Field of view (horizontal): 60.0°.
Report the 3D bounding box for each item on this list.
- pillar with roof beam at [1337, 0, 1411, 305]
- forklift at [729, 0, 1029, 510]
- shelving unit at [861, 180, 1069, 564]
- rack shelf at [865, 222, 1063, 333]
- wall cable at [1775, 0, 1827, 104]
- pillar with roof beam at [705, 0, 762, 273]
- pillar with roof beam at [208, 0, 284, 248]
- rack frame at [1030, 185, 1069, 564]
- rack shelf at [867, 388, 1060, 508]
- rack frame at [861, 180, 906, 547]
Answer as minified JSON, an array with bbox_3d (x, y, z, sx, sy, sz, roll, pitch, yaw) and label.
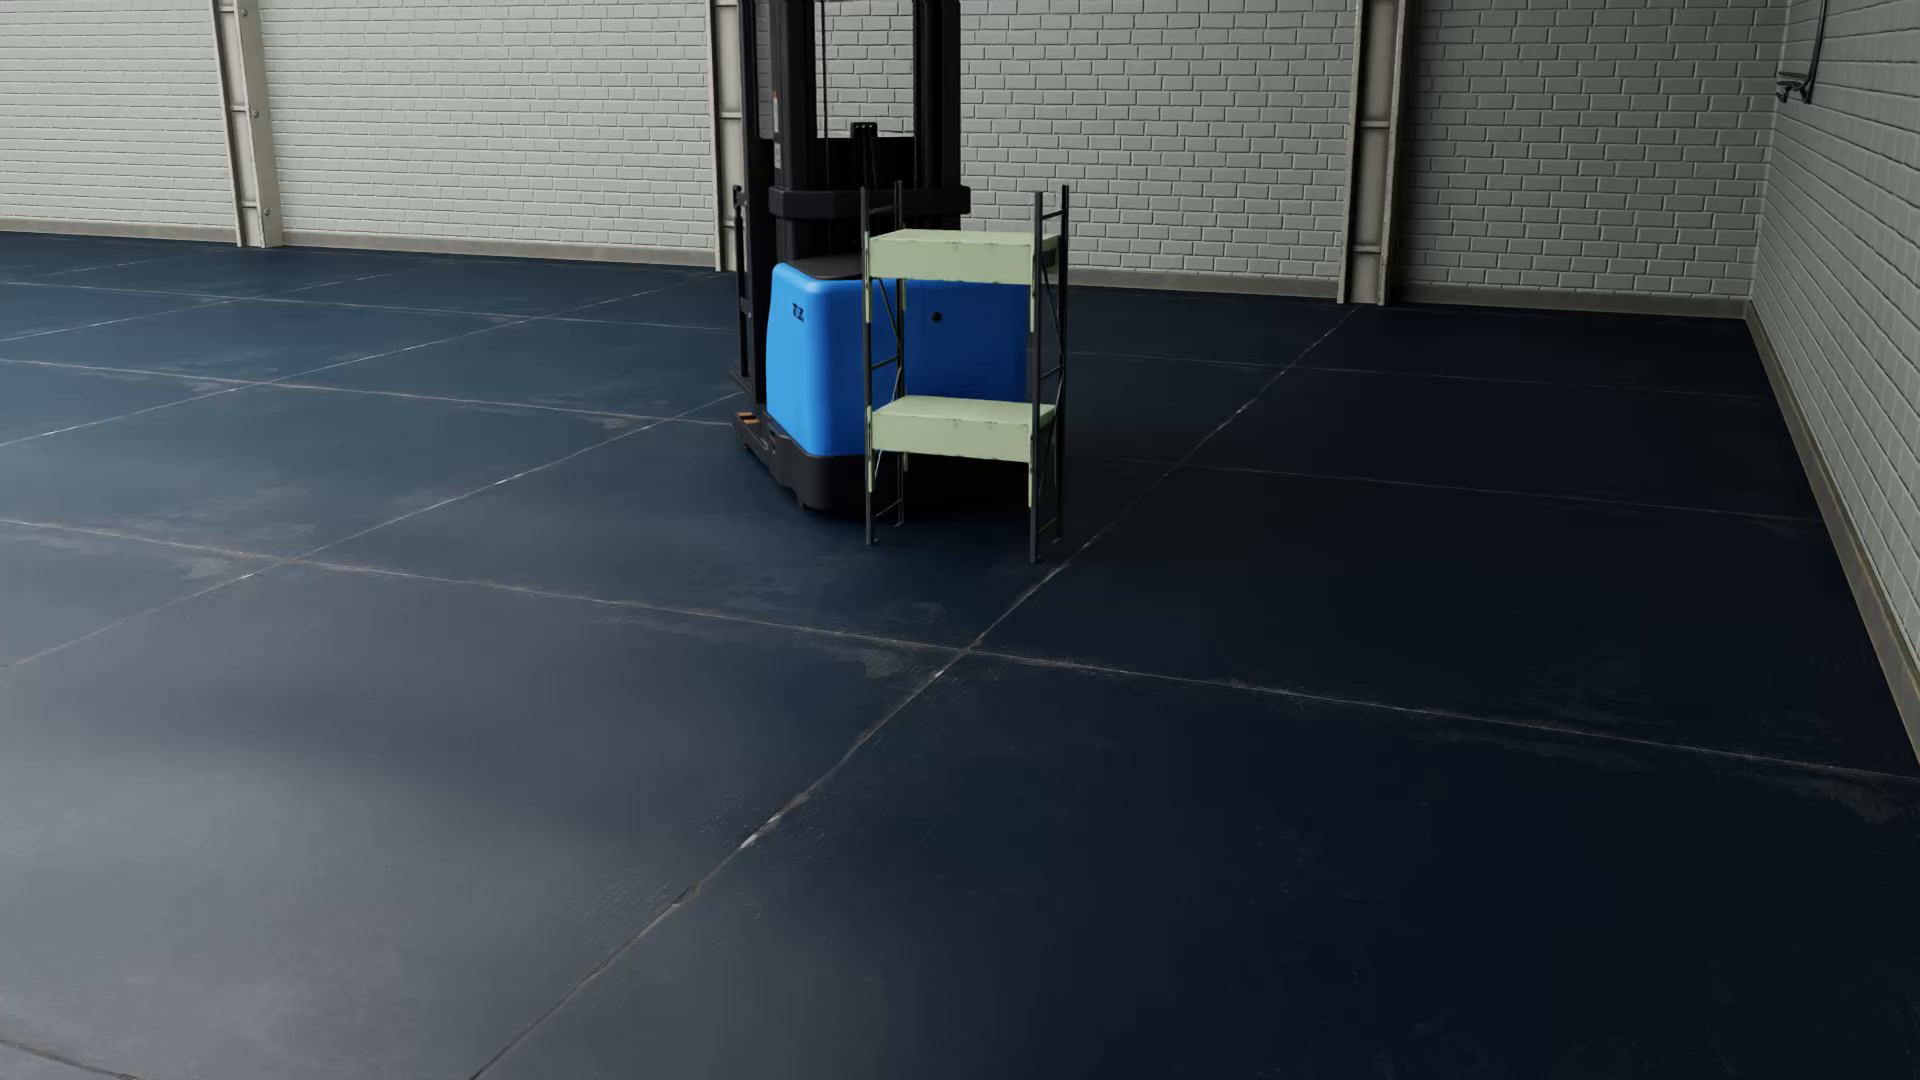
[{"bbox_3d":[1.857,-5.234,9.062,0.400,9.000,9.100,6,17,21],"label":"pillar with roof beam"},{"bbox_3d":[-0.605,-1.911,8.500,1.130,2.935,3.031,-5,17,-17],"label":"forklift"},{"bbox_3d":[0.023,-0.711,6.932,0.755,1.500,0.431,6,17,19],"label":"shelving unit"},{"bbox_3d":[0.023,-1.086,6.823,0.720,0.370,0.431,6,17,19],"label":"rack shelf"},{"bbox_3d":[5.692,-4.215,11.121,0.112,2.526,3.097,6,17,21],"label":"wall cable"},{"bbox_3d":[-3.724,-5.848,11.176,0.400,9.000,9.100,6,17,21],"label":"pillar with roof beam"},{"bbox_3d":[-9.306,-6.461,13.290,0.400,9.000,9.100,6,17,21],"label":"pillar with roof beam"},{"bbox_3d":[0.367,-0.676,6.812,0.023,1.500,0.400,6,17,19],"label":"rack frame"},{"bbox_3d":[0.023,-0.398,7.023,0.720,0.370,0.431,6,17,19],"label":"rack shelf"},{"bbox_3d":[-0.321,-0.746,7.052,0.023,1.500,0.400,6,17,19],"label":"rack frame"}]
